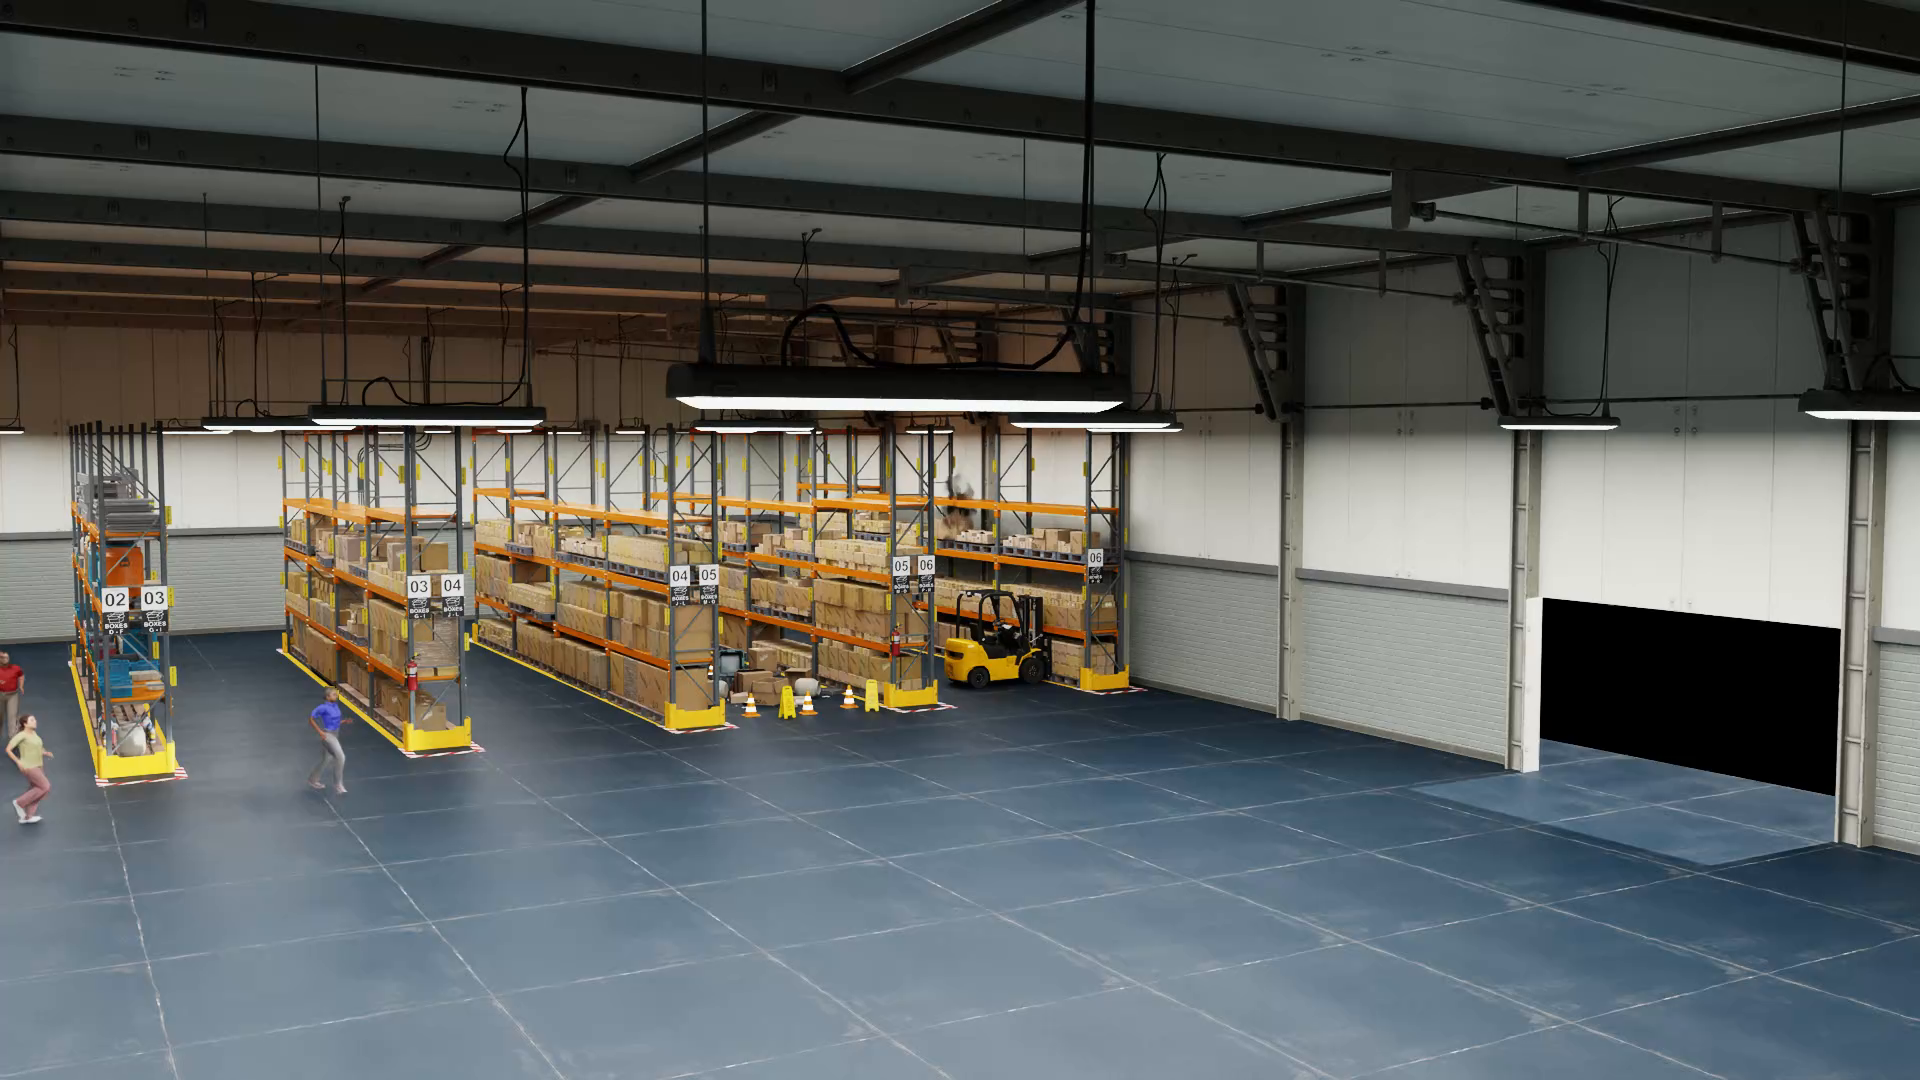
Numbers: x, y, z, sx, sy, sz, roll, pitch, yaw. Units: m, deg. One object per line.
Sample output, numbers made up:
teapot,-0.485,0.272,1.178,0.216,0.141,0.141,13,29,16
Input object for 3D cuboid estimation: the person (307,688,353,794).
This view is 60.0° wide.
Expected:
person,-10.167,3.298,26.826,0.755,1.619,0.558,0,4,-2

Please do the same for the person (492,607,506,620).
person,-13.347,1.882,48.305,0.519,1.726,0.720,1,4,21

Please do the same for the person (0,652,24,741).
person,-17.729,2.935,30.891,0.667,1.706,0.983,-2,4,-35

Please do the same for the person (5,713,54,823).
person,-13.745,3.383,24.676,0.536,1.629,0.579,0,4,-2
